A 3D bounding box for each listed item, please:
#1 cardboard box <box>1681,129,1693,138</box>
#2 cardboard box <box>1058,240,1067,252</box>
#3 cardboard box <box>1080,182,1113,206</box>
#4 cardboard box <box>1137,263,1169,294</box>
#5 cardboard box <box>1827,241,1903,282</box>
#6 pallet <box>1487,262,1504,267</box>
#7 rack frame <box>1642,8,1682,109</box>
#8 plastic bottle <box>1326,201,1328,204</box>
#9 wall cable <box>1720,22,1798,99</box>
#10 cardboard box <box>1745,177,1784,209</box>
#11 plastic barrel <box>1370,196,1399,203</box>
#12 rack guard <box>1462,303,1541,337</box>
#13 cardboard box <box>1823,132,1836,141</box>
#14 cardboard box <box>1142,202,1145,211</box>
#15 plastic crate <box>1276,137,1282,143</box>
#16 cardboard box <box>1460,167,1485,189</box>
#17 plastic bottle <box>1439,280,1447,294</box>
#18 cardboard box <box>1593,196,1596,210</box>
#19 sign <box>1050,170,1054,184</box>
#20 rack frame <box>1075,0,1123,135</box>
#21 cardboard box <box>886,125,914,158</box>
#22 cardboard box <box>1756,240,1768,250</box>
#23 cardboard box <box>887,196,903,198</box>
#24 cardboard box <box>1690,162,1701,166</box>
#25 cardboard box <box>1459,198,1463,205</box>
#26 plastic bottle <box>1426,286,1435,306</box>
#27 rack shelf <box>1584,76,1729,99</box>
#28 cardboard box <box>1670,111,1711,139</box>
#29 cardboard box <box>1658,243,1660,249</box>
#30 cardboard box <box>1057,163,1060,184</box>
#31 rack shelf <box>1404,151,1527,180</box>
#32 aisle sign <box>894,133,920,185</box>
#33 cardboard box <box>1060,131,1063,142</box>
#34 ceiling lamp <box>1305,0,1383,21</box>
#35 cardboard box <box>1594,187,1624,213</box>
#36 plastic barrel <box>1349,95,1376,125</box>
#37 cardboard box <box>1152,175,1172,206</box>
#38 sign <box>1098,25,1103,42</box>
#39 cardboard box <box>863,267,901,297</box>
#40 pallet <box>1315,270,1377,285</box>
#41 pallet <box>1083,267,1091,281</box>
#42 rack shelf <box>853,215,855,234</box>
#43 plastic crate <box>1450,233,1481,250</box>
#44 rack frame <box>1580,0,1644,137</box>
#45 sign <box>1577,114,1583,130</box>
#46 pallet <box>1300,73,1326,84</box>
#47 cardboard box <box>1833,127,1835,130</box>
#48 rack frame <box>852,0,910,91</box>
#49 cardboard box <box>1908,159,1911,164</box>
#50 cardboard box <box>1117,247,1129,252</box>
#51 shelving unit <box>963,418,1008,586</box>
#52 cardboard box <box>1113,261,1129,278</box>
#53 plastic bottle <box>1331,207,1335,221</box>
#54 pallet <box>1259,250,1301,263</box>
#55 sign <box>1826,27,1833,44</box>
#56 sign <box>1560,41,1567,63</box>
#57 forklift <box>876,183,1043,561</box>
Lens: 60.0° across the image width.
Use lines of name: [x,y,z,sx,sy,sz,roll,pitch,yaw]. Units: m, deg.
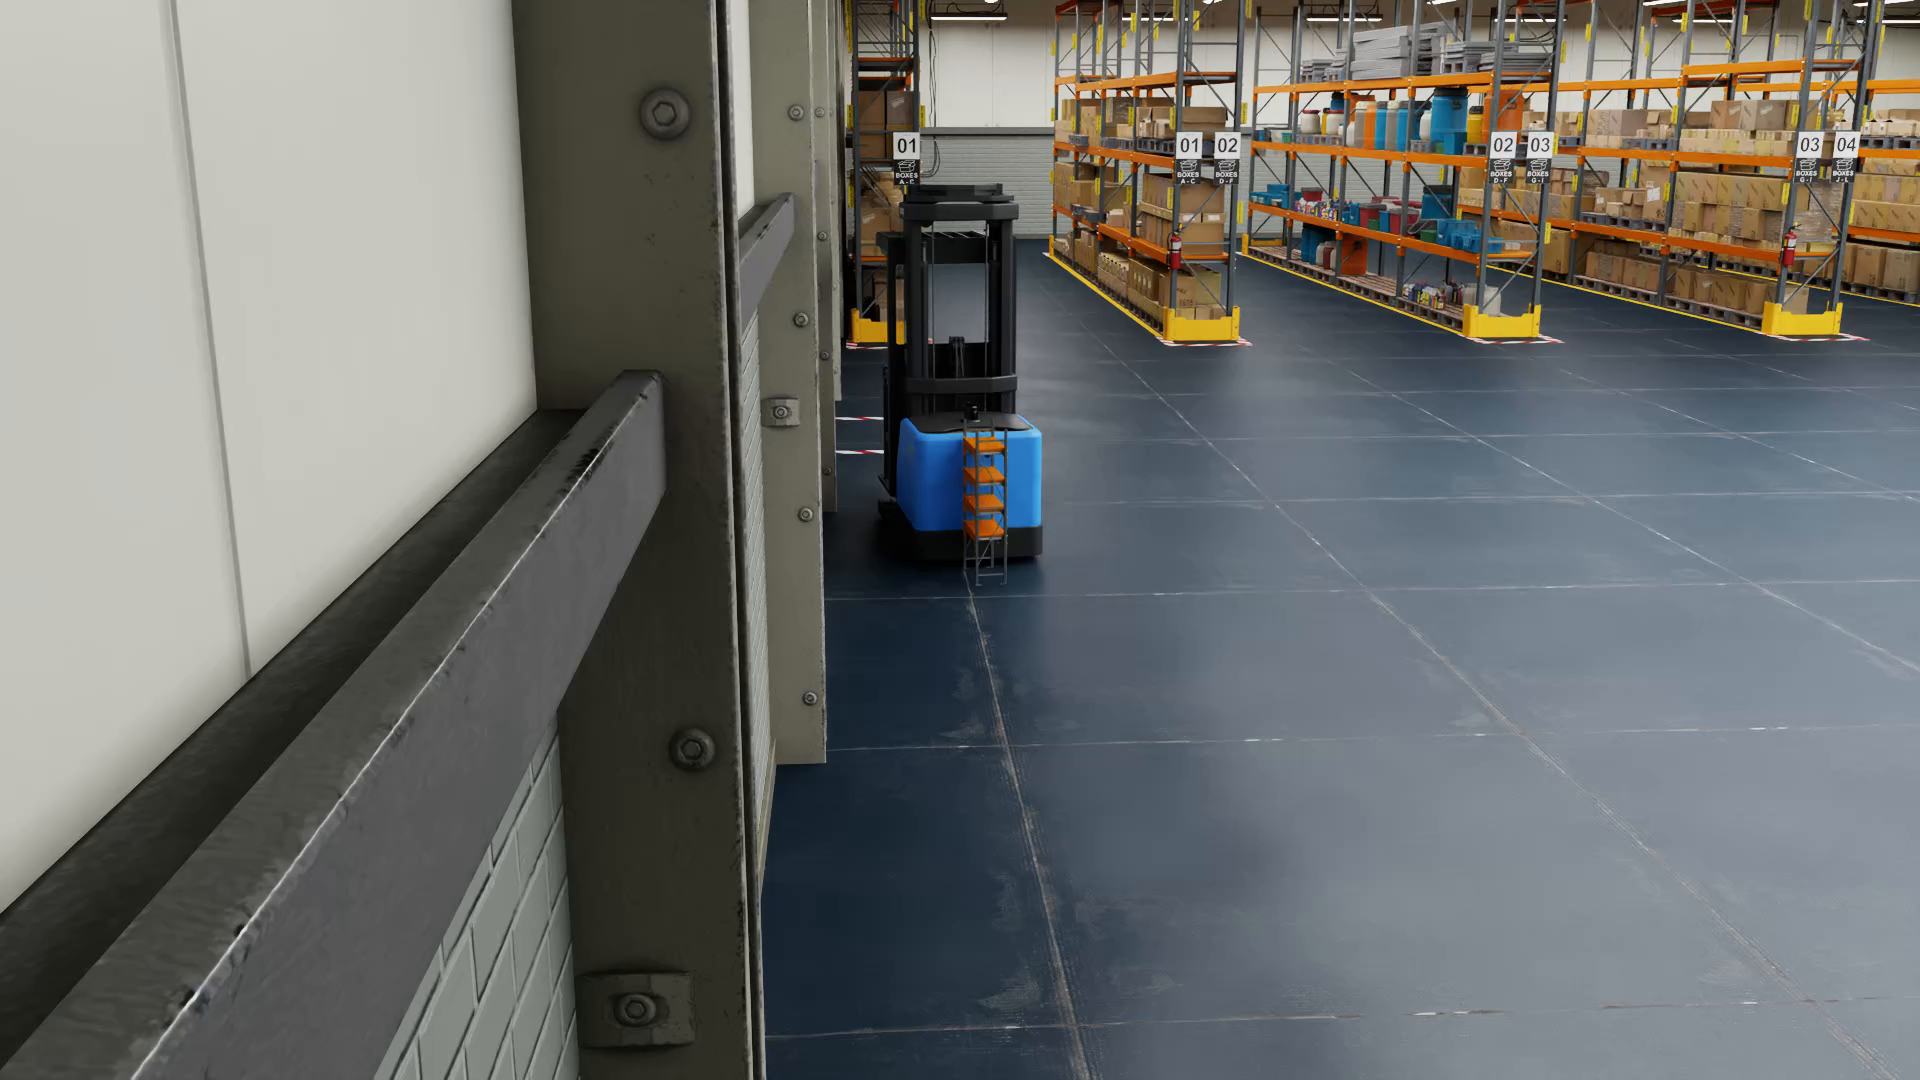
cardboard box: [13.176,-7.290,29.822,0.380,0.149,0.250,-1,14,-5]
cardboard box: [2.645,-7.128,40.347,0.500,0.250,0.500,-1,14,-3]
cardboard box: [2.993,-7.601,36.505,0.700,0.500,0.500,1,14,5]
cardboard box: [3.355,-4.517,28.732,0.500,0.500,0.500,-1,14,-3]
cardboard box: [18.178,-5.593,33.415,1.050,0.750,0.750,-1,14,-3]
pallet: [12.999,-6.632,39.380,1.003,0.211,1.213,-1,14,-3]
rack frame: [17.677,-11.744,41.611,1.000,3.000,0.127,-1,14,-3]
plastic bottle: [8.372,-7.563,37.649,0.152,0.276,0.135,-1,14,-3]
wall cable: [22.729,-13.267,47.530,2.355,3.000,0.029,-1,14,-3]
cardboard box: [13.394,-5.742,27.519,0.500,0.500,0.500,-1,14,-3]
plastic barrel: [8.604,-6.676,33.682,0.600,0.536,0.708,-1,14,-3]
rack guard: [8.717,-3.539,26.778,1.175,0.500,0.348,-1,14,-3]
cardboard box: [13.925,-6.453,26.569,0.380,0.149,0.250,-1,14,-4]
cardboard box: [3.415,-5.881,29.362,0.380,0.149,0.250,-1,14,-3]
plastic crate: [7.566,-9.351,38.861,0.293,0.136,0.466,-1,14,-3]
cardboard box: [12.550,-8.845,40.583,0.500,0.500,0.500,-1,14,-5]
plastic bottle: [8.704,-4.499,29.924,0.144,0.351,0.185,-1,14,-3]
cardboard box: [13.457,-6.971,34.900,0.500,0.500,0.500,0,14,-2]
sign: [2.291,-9.046,41.428,0.100,0.325,0.005,-1,14,-3]
rack frame: [3.081,-10.546,36.954,1.000,3.000,0.127,-1,14,-3]
cardboard box: [-0.891,-6.176,25.751,0.500,0.500,0.500,-1,14,-2]
cardboard box: [13.406,-4.878,27.468,0.380,0.149,0.250,-1,14,-3]
cardboard box: [-1.030,-5.761,29.152,0.500,0.500,0.500,-1,14,-4]
cardboard box: [17.589,-8.762,39.256,0.500,0.500,0.500,-1,14,-5]
cardboard box: [12.479,-8.317,40.834,0.380,0.149,0.250,-1,14,-5]
plastic bottle: [8.206,-4.250,28.960,0.144,0.351,0.185,0,14,-1]
rack shelf: [13.340,-8.663,31.885,1.077,0.370,4.000,-1,14,-3]
cardboard box: [13.534,-7.627,30.581,0.797,0.503,0.637,-2,15,-6]
cardboard box: [17.528,-7.273,41.154,0.380,0.149,0.250,-1,14,-3]
cardboard box: [2.637,-8.924,40.481,0.500,0.500,0.500,-1,14,-3]
rack shelf: [8.644,-6.333,28.045,1.077,0.370,4.000,-1,14,-3]
aisle sign: [-0.816,-5.824,25.426,0.394,0.787,0.004,-1,14,-3]
cardboard box: [2.662,-9.635,39.734,0.500,0.250,0.500,-1,14,-3]
ceiling lamp: [10.124,-15.149,43.132,2.000,3.185,0.800,-1,14,-3]
cardboard box: [13.289,-6.916,33.842,0.500,0.500,0.500,-3,15,-10]
plastic barrel: [8.240,-8.726,34.198,0.600,0.830,0.708,-1,14,-3]
cardboard box: [3.673,-5.967,28.394,0.700,0.500,0.500,-1,14,-3]
sign: [2.788,-10.031,32.920,0.100,0.325,0.005,-1,14,-3]
cardboard box: [-1.430,-4.759,30.635,0.700,0.500,0.500,0,14,-2]
pallet: [8.182,-5.566,35.236,1.003,0.211,1.213,-1,14,-3]
pallet: [3.247,-5.784,36.083,1.003,0.211,1.213,-1,14,-3]
rack shelf: [-1.739,-6.717,35.557,1.077,0.370,4.000,-1,14,-3]
plastic crate: [8.404,-4.941,27.509,0.499,0.251,0.408,-1,14,-3]
rack frame: [13.216,-9.703,33.679,1.000,3.000,0.127,-1,14,-3]
sign: [12.662,-8.532,33.953,0.100,0.325,0.005,-1,14,-3]
pallet: [8.107,-10.131,36.523,1.003,0.211,1.213,-1,14,-3]
cardboard box: [18.034,-8.346,33.886,0.380,0.149,0.250,-1,15,-6]
rack frame: [-1.368,-8.479,28.921,1.000,3.000,0.127,-1,14,-3]
cardboard box: [22.614,-8.931,39.209,0.380,0.149,0.250,-1,14,-2]
cardboard box: [3.547,-5.896,35.055,0.500,0.500,0.500,-1,14,-5]
shelving unit: [0.191,-0.297,12.775,0.258,1.200,0.503,-3,15,-10]
cardboard box: [3.198,-5.144,31.549,0.500,0.311,0.500,-1,14,-4]
plastic bottle: [7.807,-6.816,34.732,0.061,0.283,0.133,-1,14,-3]
pallet: [7.862,-6.852,40.233,1.003,0.211,1.213,-1,14,-3]
sign: [17.632,-10.234,33.710,0.100,0.325,0.005,-1,14,-3]
sign: [9.318,-7.543,25.703,0.100,0.325,0.005,-1,14,-3]
forklift: [-0.115,-1.574,14.261,1.130,2.935,3.031,-3,15,-10]
